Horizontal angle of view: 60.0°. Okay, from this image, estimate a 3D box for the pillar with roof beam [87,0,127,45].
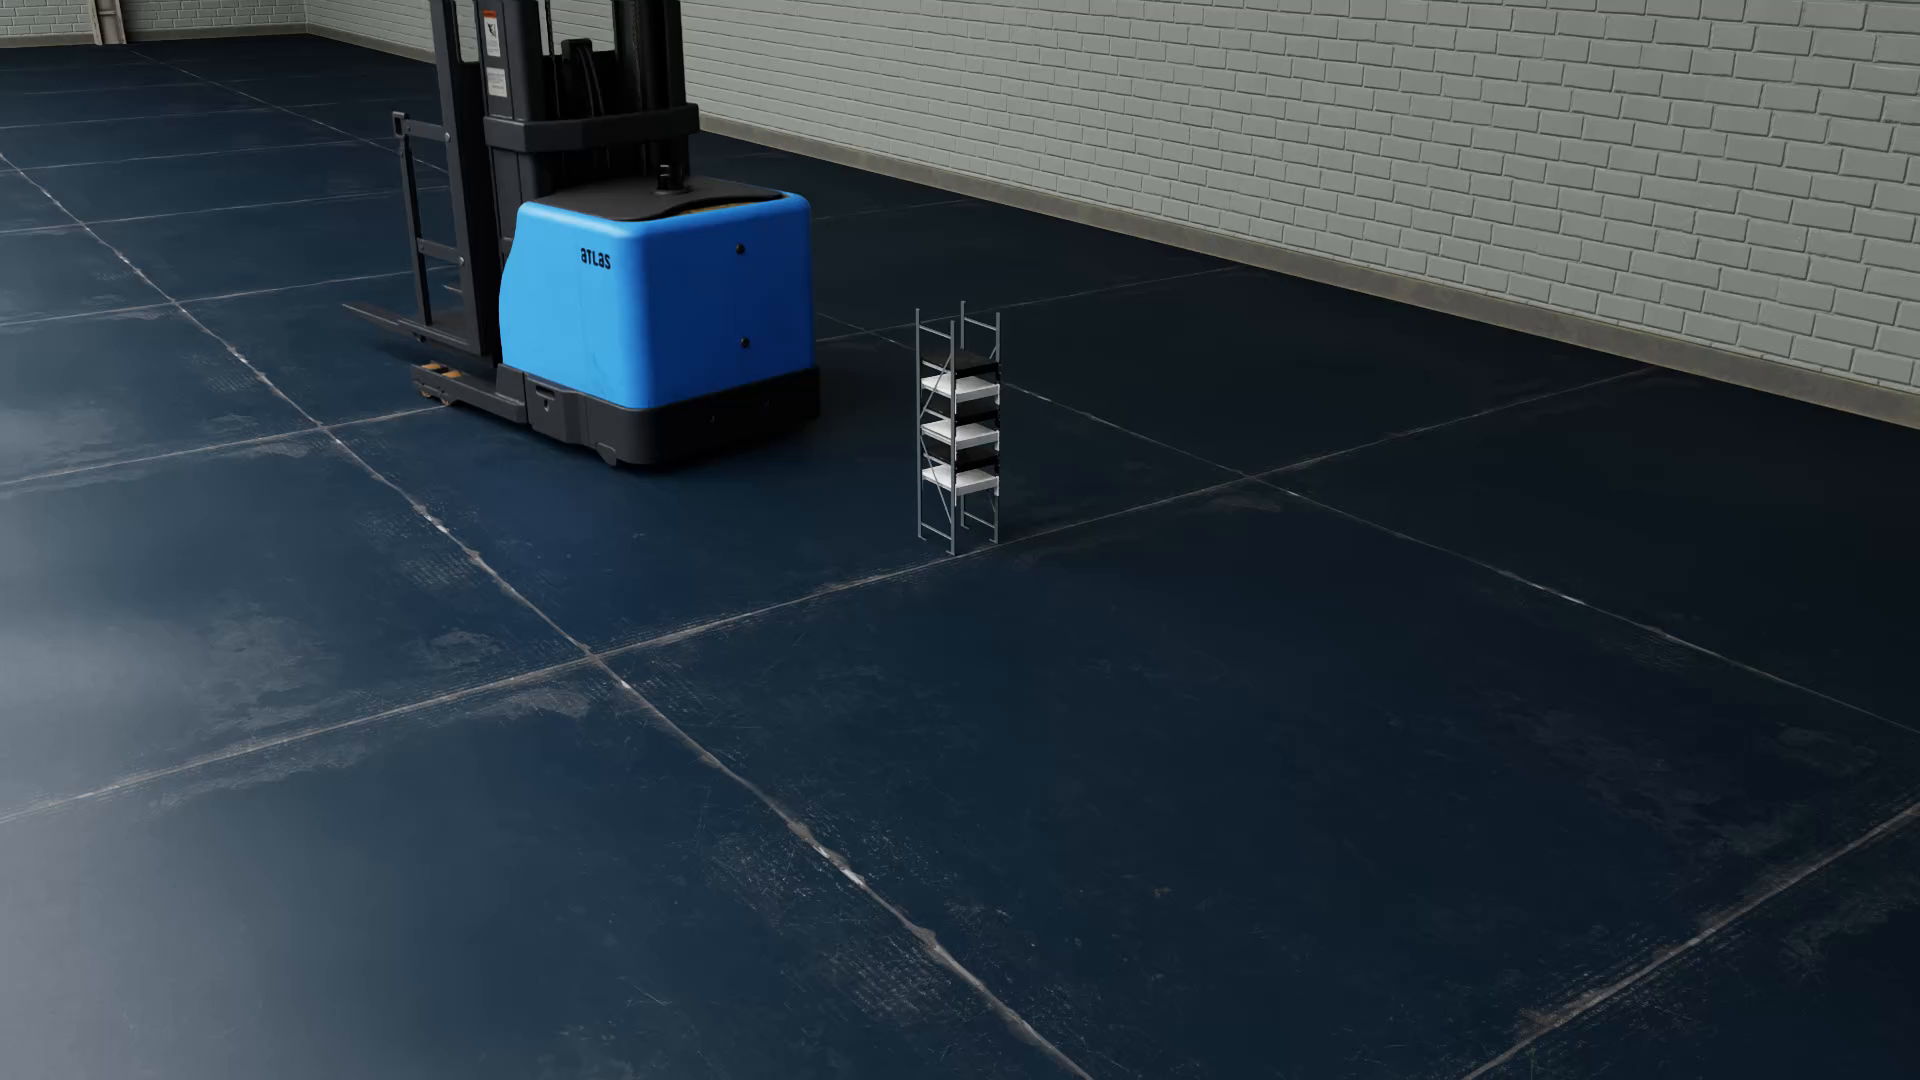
[{"bbox_3d":[-10.455,-10.467,20.485,0.400,9.000,9.100,-15,26,-33],"label":"pillar with roof beam"}]

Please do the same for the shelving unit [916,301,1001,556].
[{"bbox_3d":[-0.007,-0.416,6.225,0.210,0.900,0.258,-15,26,-33],"label":"shelving unit"}]

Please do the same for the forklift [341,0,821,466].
[{"bbox_3d":[-2.041,-2.128,7.774,3.031,2.935,1.130,20,29,41],"label":"forklift"}]

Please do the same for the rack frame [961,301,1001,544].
[{"bbox_3d":[0.076,-0.438,6.280,0.006,0.900,0.240,-15,26,-33],"label":"rack frame"}]

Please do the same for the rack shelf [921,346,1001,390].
[{"bbox_3d":[-0.007,-0.636,6.137,0.200,0.077,0.258,-15,26,-33],"label":"rack shelf"}]

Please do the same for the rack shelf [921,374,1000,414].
[{"bbox_3d":[-0.007,-0.552,6.171,0.200,0.077,0.258,-15,26,-33],"label":"rack shelf"}]

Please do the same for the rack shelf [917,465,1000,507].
[{"bbox_3d":[-0.007,-0.218,6.304,0.200,0.077,0.258,-15,26,-33],"label":"rack shelf"}]

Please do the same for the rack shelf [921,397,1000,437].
[{"bbox_3d":[-0.007,-0.469,6.204,0.200,0.077,0.258,-15,26,-33],"label":"rack shelf"}]

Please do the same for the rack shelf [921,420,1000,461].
[{"bbox_3d":[-0.007,-0.385,6.238,0.200,0.077,0.258,-15,26,-33],"label":"rack shelf"}]

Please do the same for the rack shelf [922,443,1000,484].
[{"bbox_3d":[-0.007,-0.302,6.271,0.200,0.077,0.258,-15,26,-33],"label":"rack shelf"}]

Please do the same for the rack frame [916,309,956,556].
[{"bbox_3d":[-0.089,-0.394,6.170,0.006,0.900,0.240,-15,26,-33],"label":"rack frame"}]
